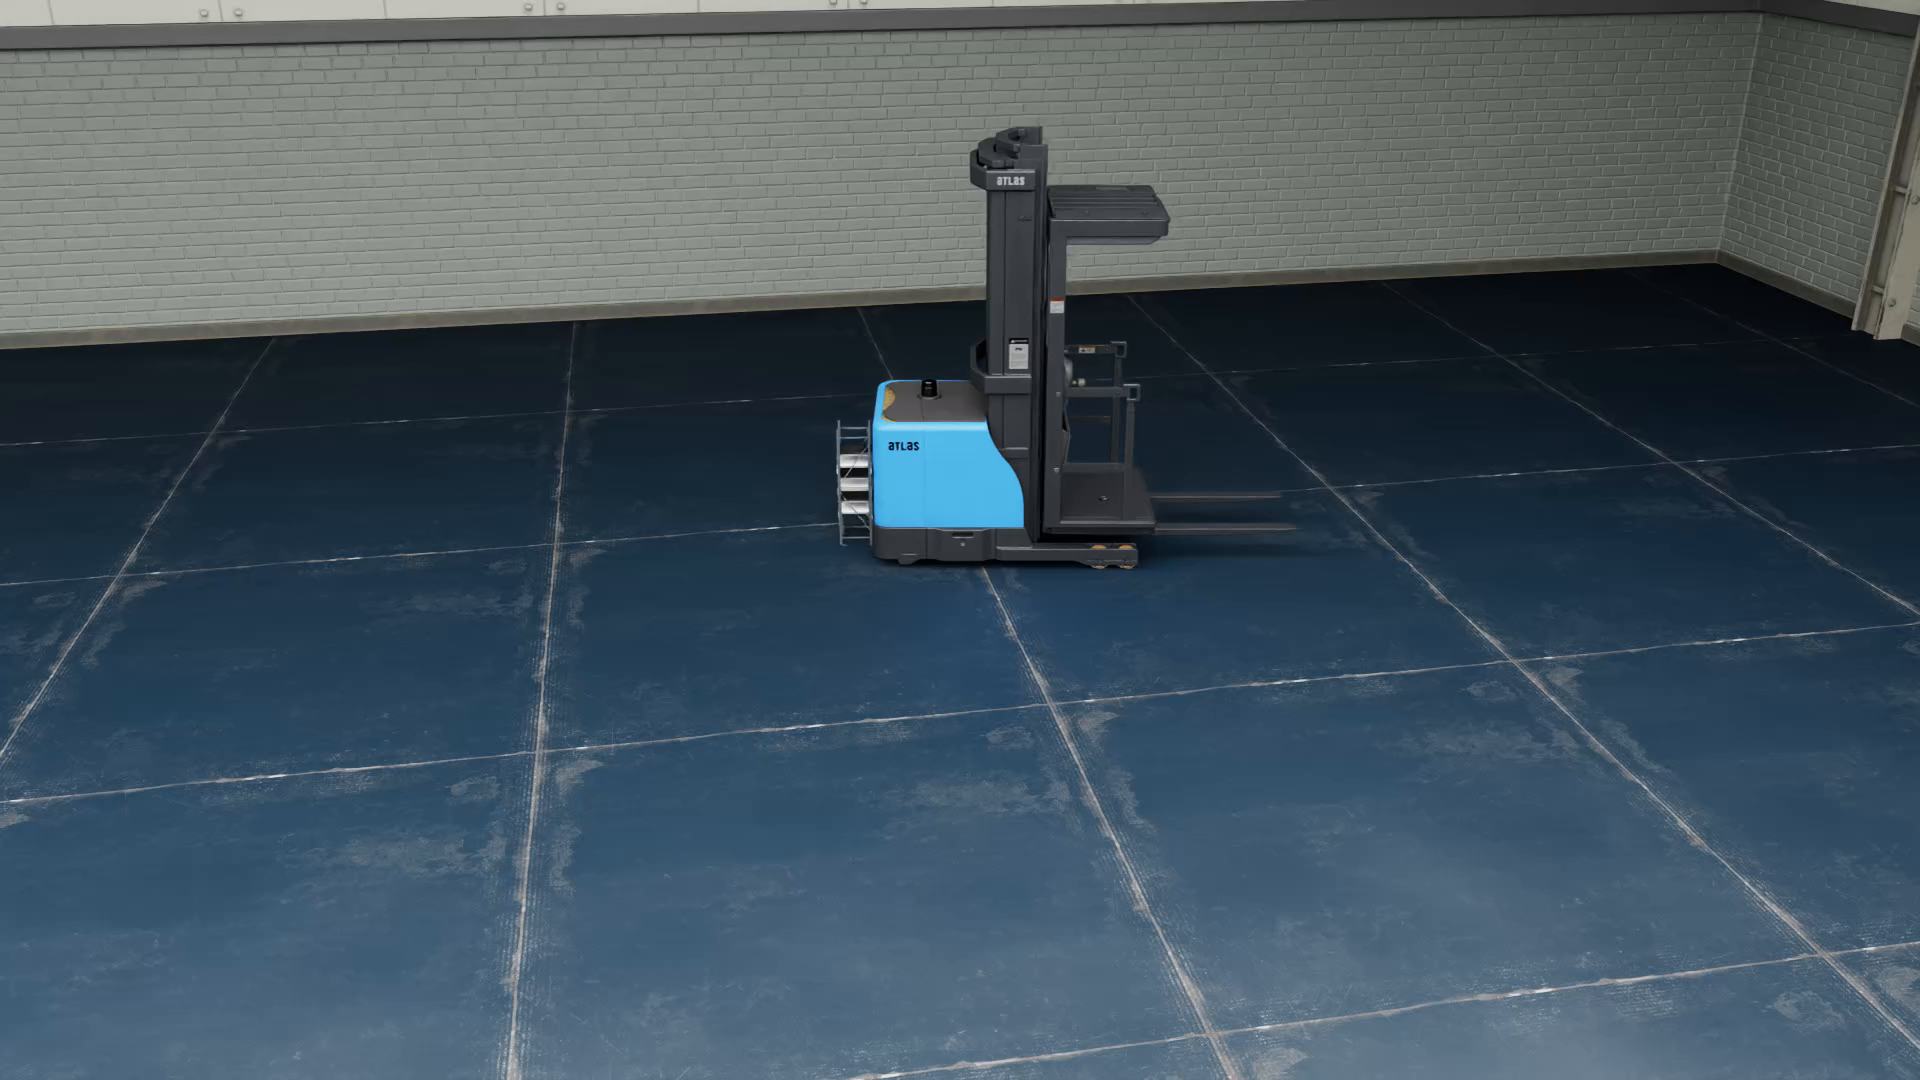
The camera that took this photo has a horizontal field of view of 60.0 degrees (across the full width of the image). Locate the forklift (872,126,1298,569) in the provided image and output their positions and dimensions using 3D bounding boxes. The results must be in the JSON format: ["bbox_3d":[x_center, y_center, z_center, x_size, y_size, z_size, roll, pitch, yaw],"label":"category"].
[{"bbox_3d":[0.897,-1.352,11.683,3.031,2.935,1.130,0,24,0],"label":"forklift"}]

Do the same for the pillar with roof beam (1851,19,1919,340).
[{"bbox_3d":[5.206,-5.932,14.588,9.100,9.000,0.400,-4,24,-10],"label":"pillar with roof beam"}]

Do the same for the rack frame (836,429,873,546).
[{"bbox_3d":[-0.759,-0.373,11.980,0.240,0.900,0.006,-1,24,-1],"label":"rack frame"}]

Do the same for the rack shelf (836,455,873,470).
[{"bbox_3d":[-0.762,-0.548,12.015,0.258,0.077,0.200,-1,24,-1],"label":"rack shelf"}]

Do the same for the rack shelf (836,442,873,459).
[{"bbox_3d":[-0.762,-0.631,11.979,0.258,0.077,0.200,-1,24,-1],"label":"rack shelf"}]

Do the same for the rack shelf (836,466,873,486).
[{"bbox_3d":[-0.762,-0.466,12.051,0.258,0.077,0.200,-1,24,-1],"label":"rack shelf"}]

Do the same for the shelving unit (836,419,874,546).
[{"bbox_3d":[-0.762,-0.414,12.073,0.258,0.900,0.210,-1,24,-1],"label":"shelving unit"}]

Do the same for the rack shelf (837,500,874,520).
[{"bbox_3d":[-0.762,-0.218,12.159,0.258,0.077,0.200,-1,24,-1],"label":"rack shelf"}]

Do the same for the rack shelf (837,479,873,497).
[{"bbox_3d":[-0.762,-0.383,12.087,0.258,0.077,0.200,-1,24,-1],"label":"rack shelf"}]

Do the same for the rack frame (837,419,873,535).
[{"bbox_3d":[-0.764,-0.455,12.167,0.240,0.900,0.006,-1,24,-1],"label":"rack frame"}]

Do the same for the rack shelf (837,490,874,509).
[{"bbox_3d":[-0.762,-0.301,12.123,0.258,0.077,0.200,-1,24,-1],"label":"rack shelf"}]
